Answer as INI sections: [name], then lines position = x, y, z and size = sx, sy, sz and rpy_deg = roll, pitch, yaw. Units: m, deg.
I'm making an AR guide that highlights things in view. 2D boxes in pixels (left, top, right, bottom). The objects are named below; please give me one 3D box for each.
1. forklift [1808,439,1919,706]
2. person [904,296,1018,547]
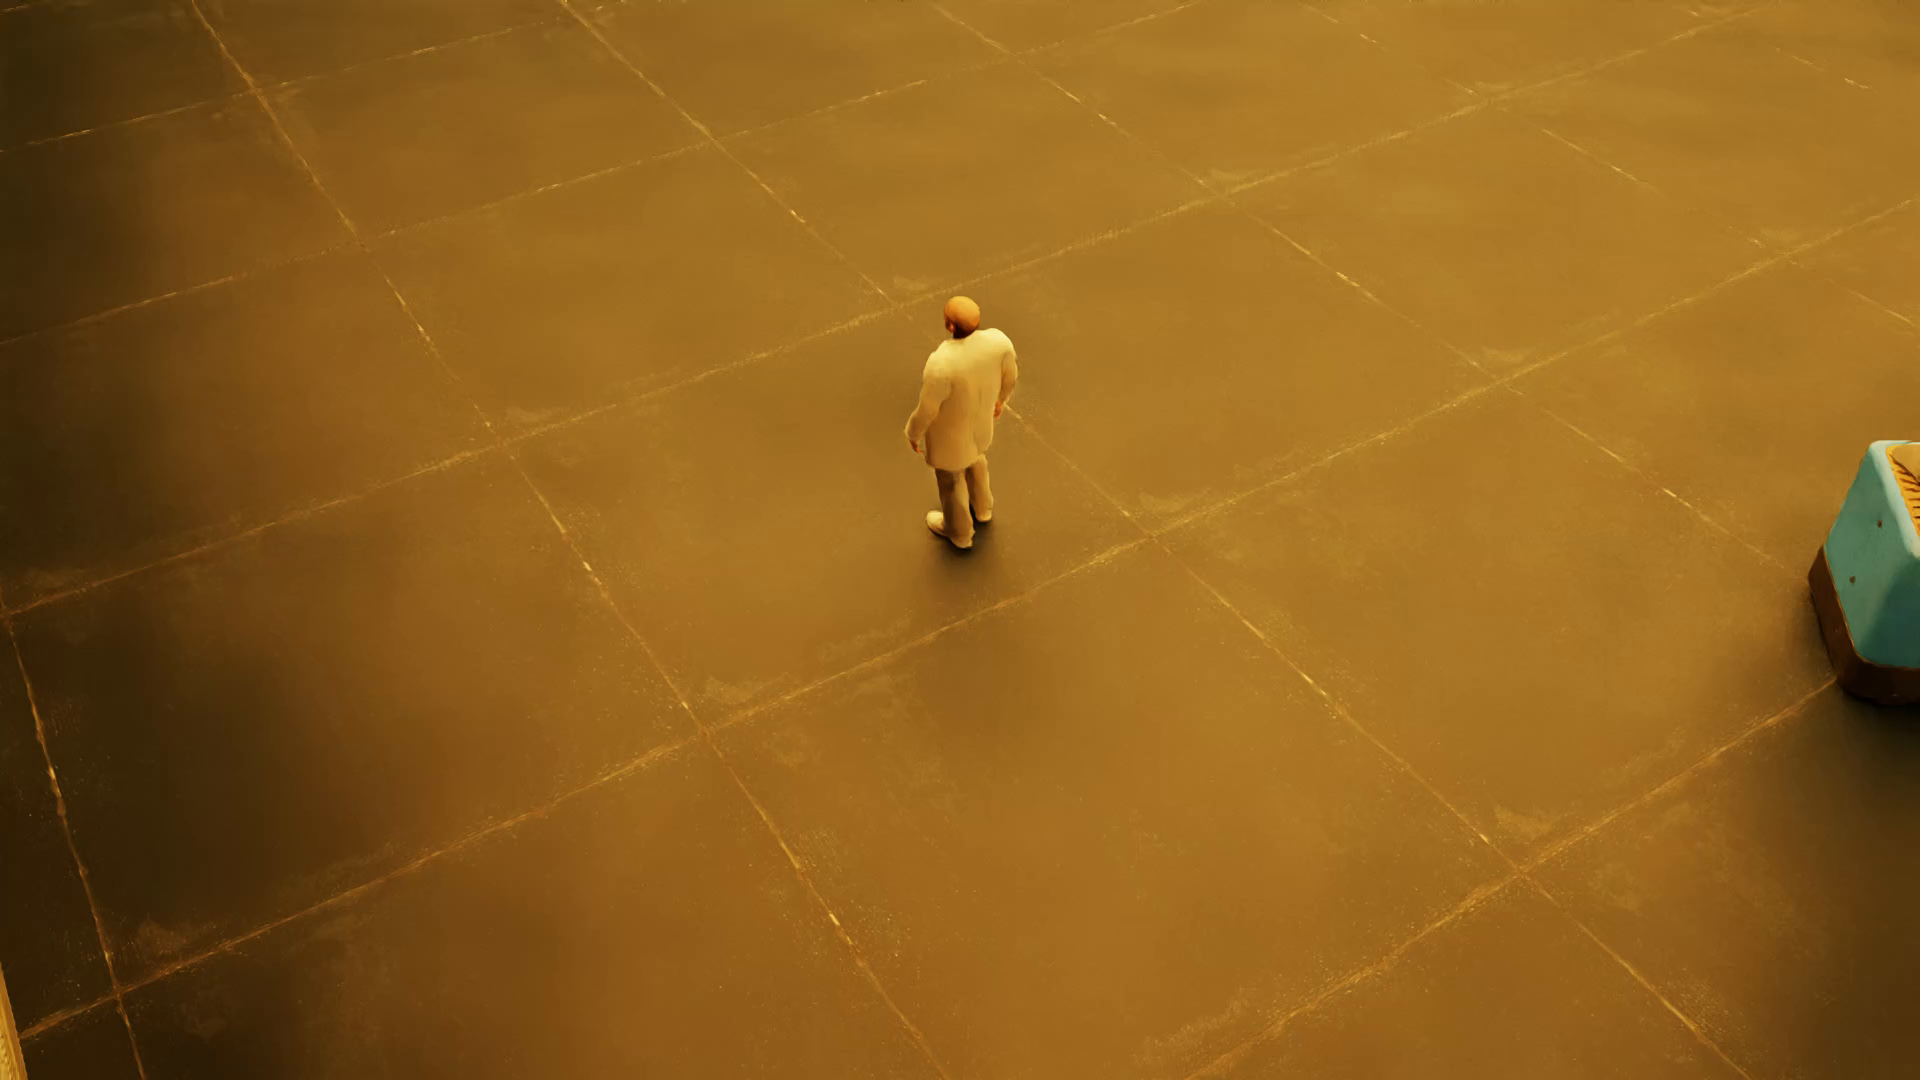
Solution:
[forklift]
position = 6.376, -0.373, 8.298
size = 3.031, 2.935, 1.130
rpy_deg = 7, 42, 8
[person]
position = -0.044, -0.727, 9.566
size = 0.694, 1.775, 0.586
rpy_deg = -23, 46, -24
